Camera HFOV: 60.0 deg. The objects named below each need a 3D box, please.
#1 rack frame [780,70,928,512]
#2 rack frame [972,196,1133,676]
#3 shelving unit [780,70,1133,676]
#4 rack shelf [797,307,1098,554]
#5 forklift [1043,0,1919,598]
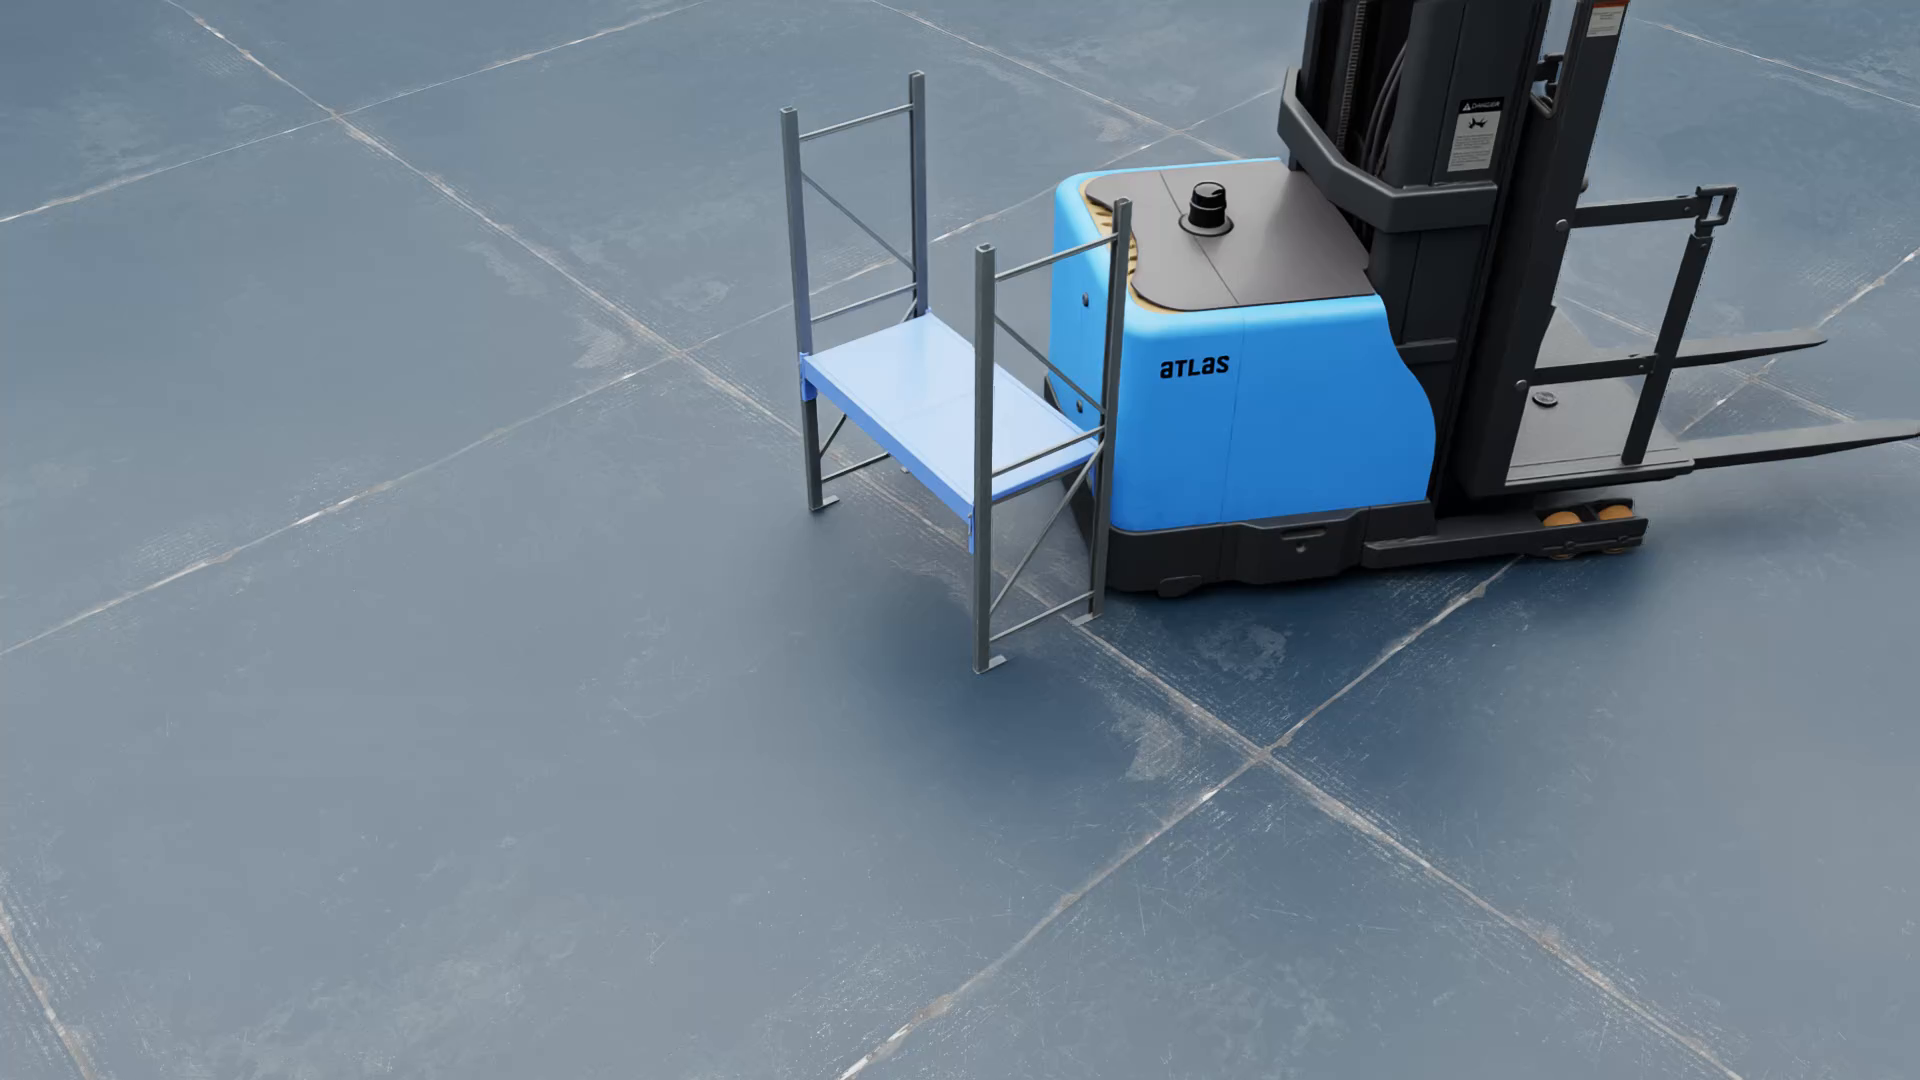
[{"bbox_3d":[-0.323,-0.780,5.523,0.500,1.500,0.032,-23,44,-26],"label":"rack frame"},{"bbox_3d":[0.254,-0.254,4.871,0.500,1.500,0.032,-23,44,-26],"label":"rack frame"},{"bbox_3d":[-0.035,-0.517,5.197,0.538,1.500,1.048,-23,44,-26],"label":"shelving unit"},{"bbox_3d":[-0.035,-0.377,5.310,0.538,0.185,1.000,-23,44,-26],"label":"rack shelf"},{"bbox_3d":[1.871,-1.394,5.143,3.031,2.935,1.130,-6,39,-8],"label":"forklift"}]
